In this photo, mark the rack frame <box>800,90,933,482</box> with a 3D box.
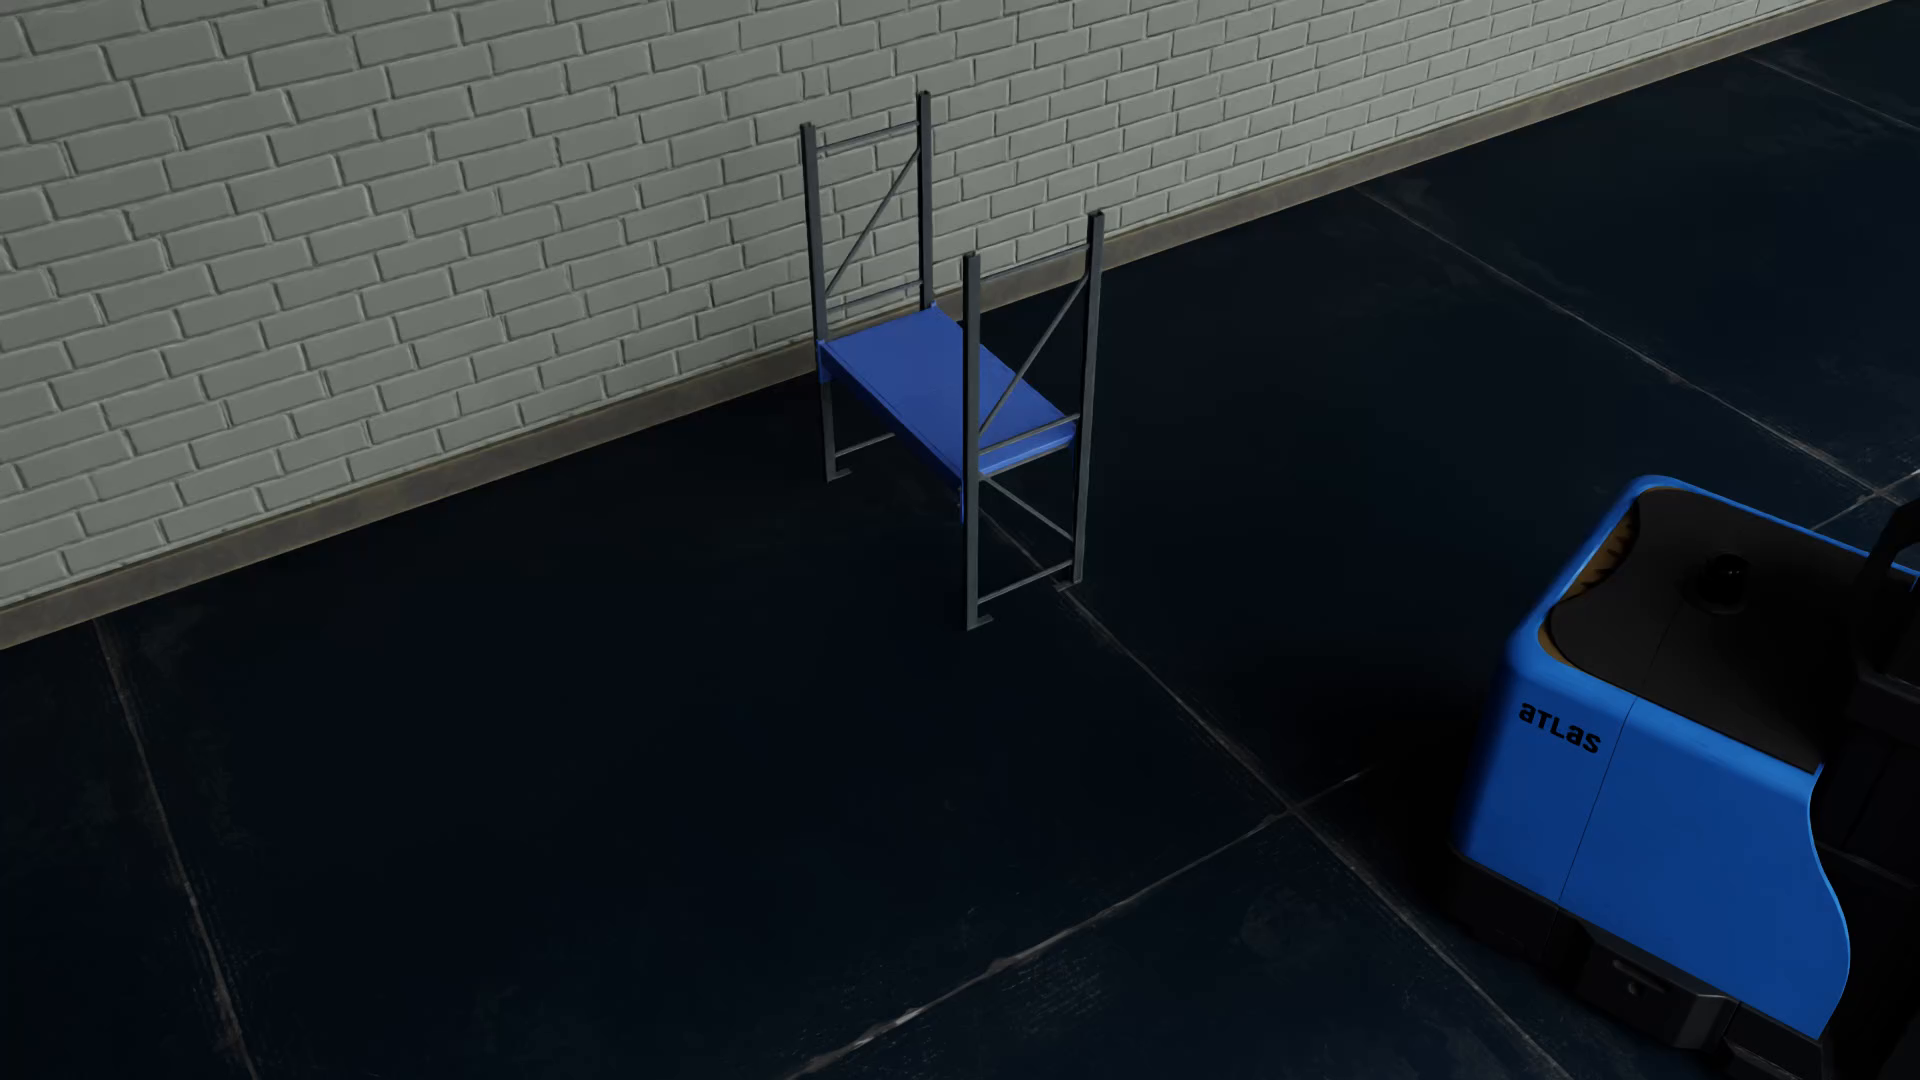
[{"bbox_3d":[-0.319,-0.897,6.154,0.500,1.500,0.032,-22,45,-24],"label":"rack frame"}]

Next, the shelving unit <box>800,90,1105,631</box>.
[{"bbox_3d":[-0.046,-0.622,5.825,0.538,1.500,1.048,-22,45,-24],"label":"shelving unit"}]

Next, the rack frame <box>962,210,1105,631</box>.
[{"bbox_3d":[0.227,-0.348,5.496,0.500,1.500,0.032,-22,45,-24],"label":"rack frame"}]

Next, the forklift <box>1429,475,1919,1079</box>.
[{"bbox_3d":[2.854,0.310,3.588,3.031,2.935,1.130,27,47,28],"label":"forklift"}]

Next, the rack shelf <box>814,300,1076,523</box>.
[{"bbox_3d":[-0.046,-0.484,5.940,0.538,0.185,1.000,-22,45,-24],"label":"rack shelf"}]
